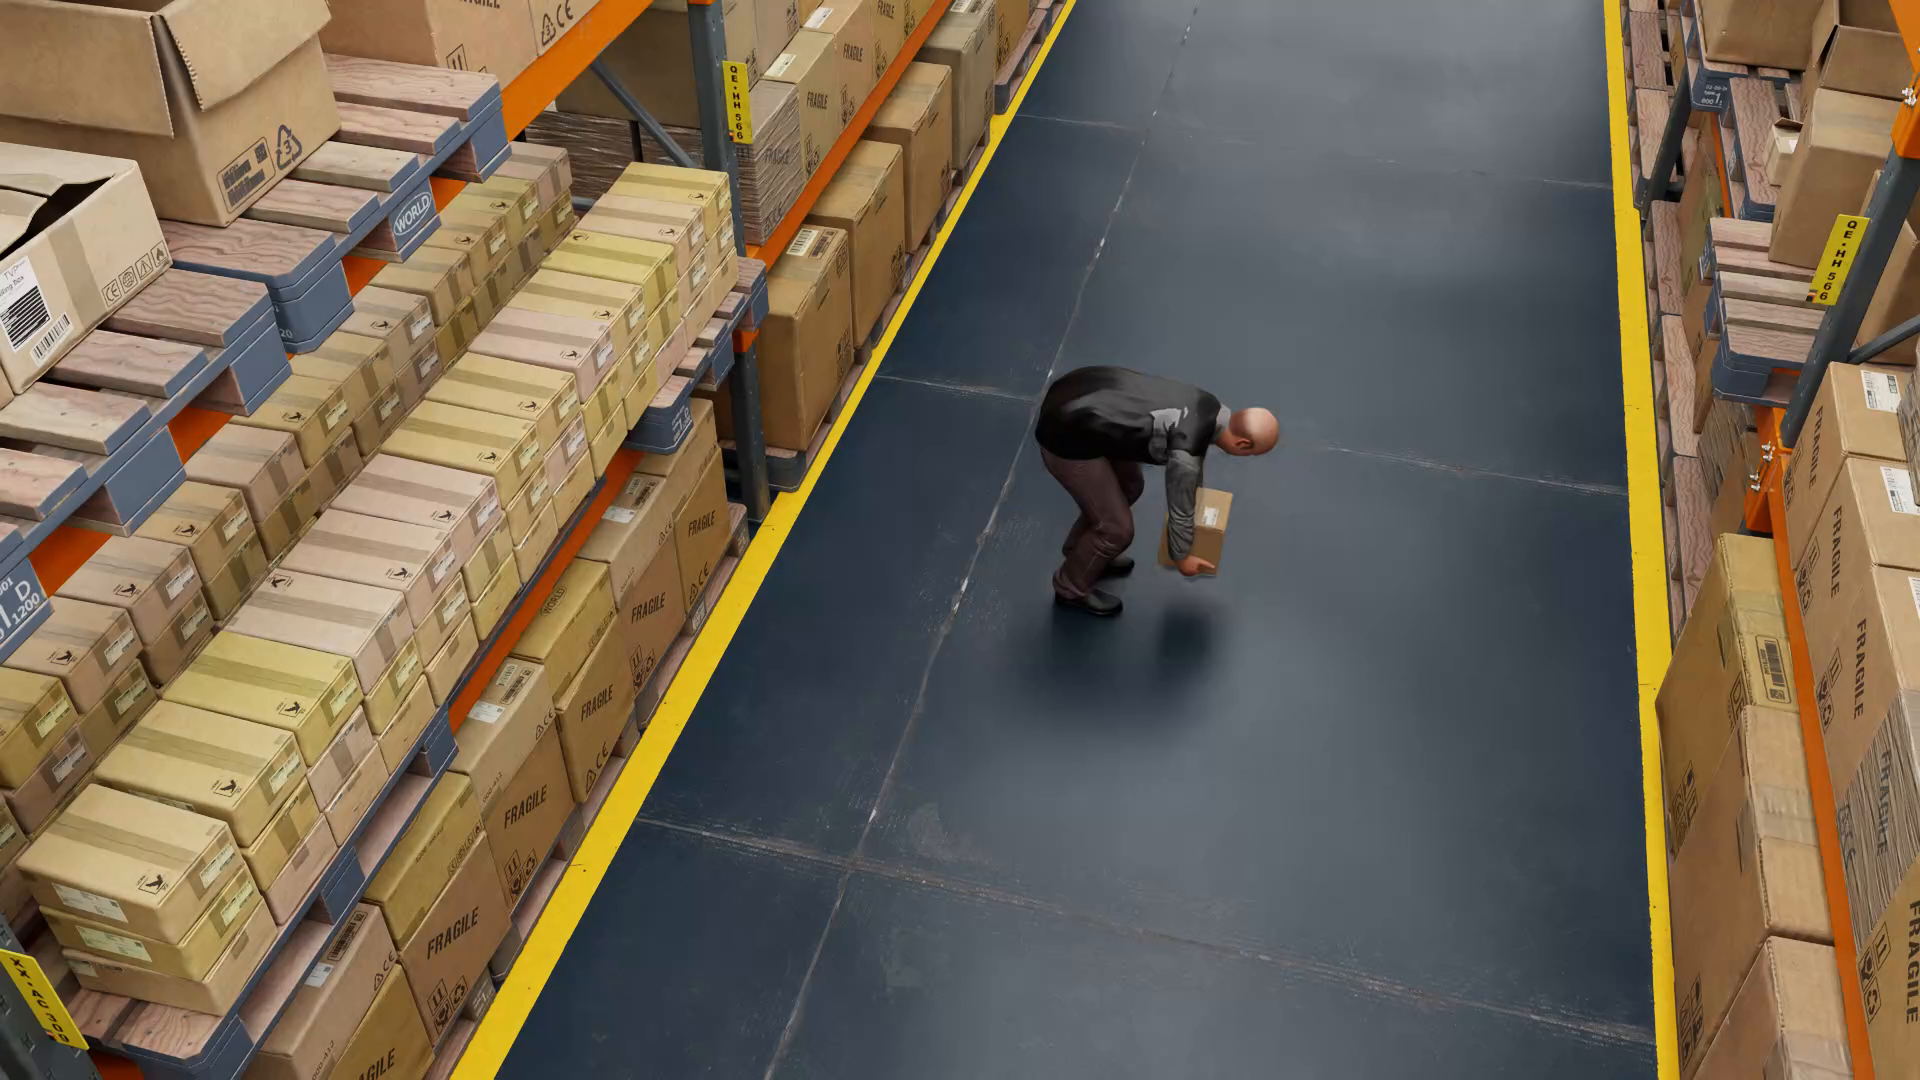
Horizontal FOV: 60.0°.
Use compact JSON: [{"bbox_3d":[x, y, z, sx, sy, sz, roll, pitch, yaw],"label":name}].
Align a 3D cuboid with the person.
[{"bbox_3d":[0.787,-0.195,6.872,0.960,1.111,0.470,9,41,10],"label":"person"}]
